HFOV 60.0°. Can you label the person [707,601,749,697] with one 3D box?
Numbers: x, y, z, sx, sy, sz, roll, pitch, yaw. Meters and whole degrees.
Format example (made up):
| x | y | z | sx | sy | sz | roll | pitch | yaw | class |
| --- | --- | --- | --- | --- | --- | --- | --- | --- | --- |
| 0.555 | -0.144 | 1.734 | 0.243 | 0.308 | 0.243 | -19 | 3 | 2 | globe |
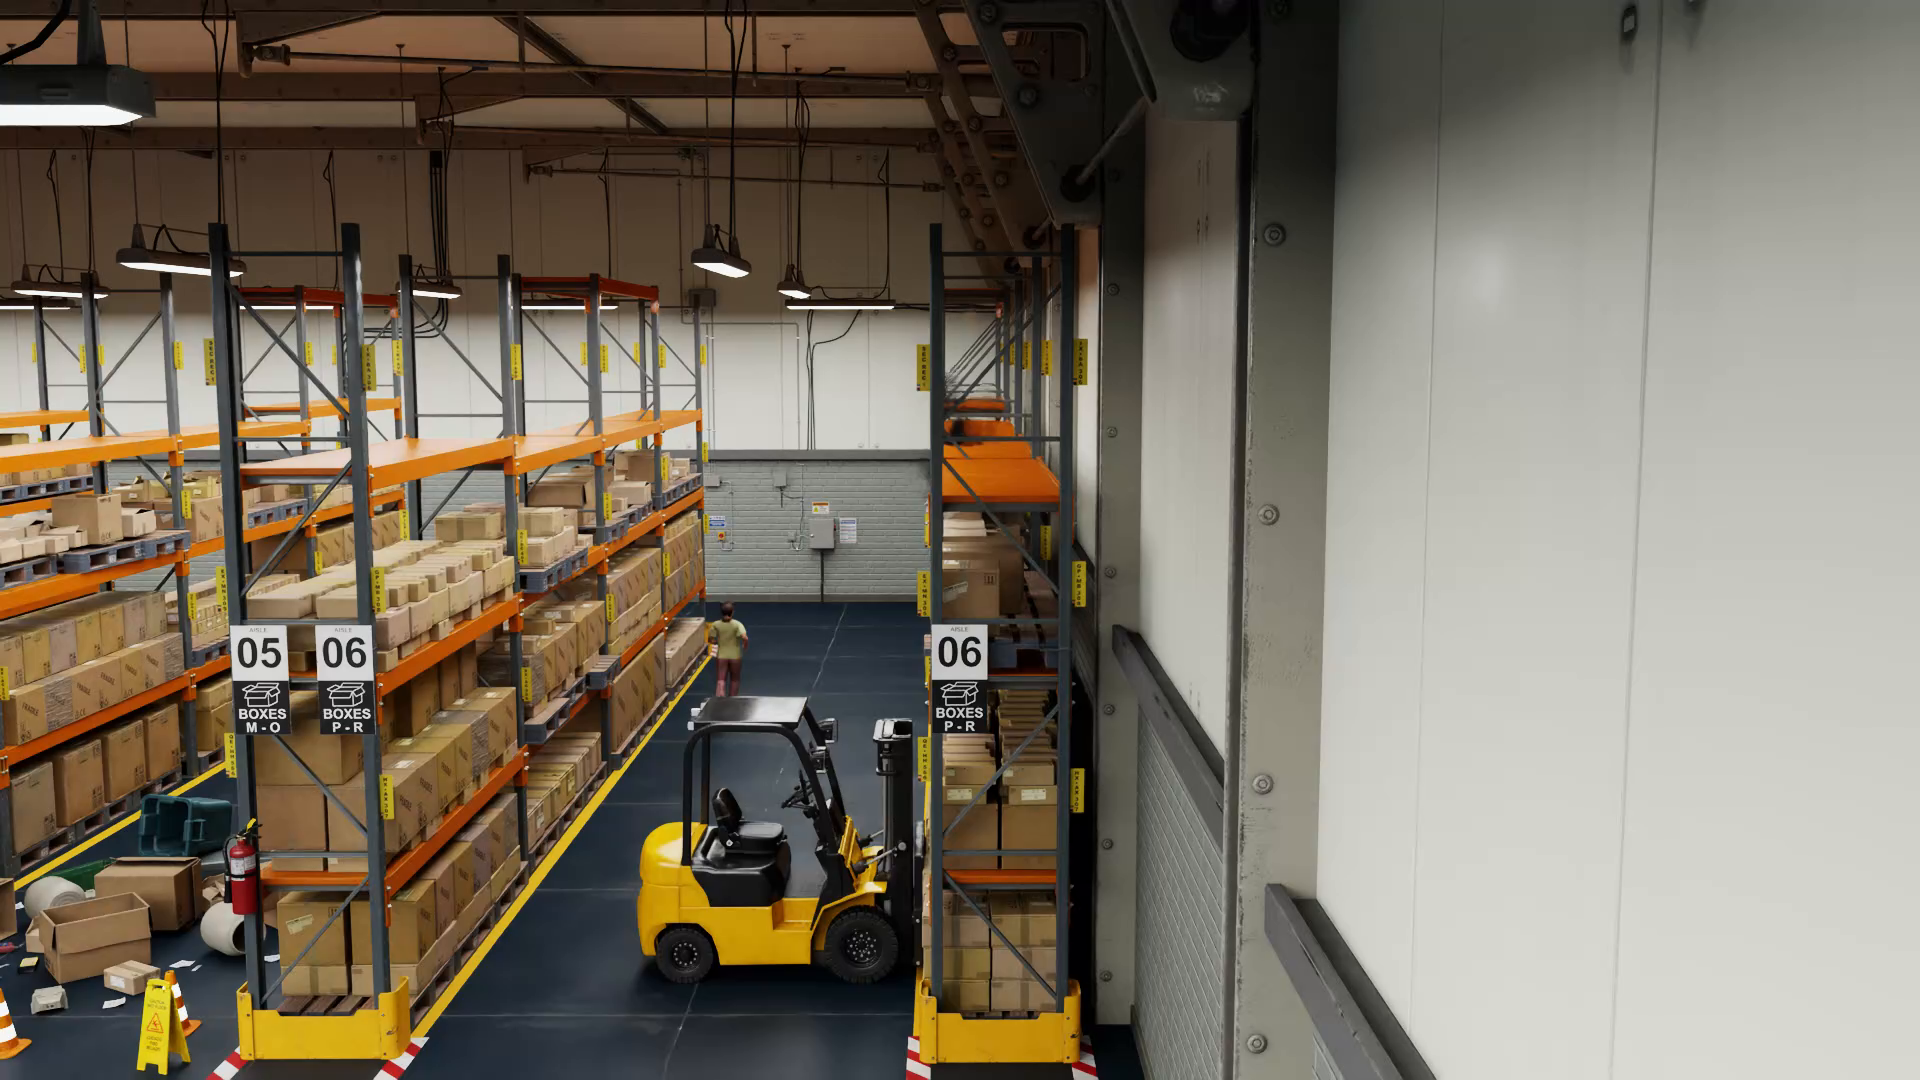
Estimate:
| x | y | z | sx | sy | sz | roll | pitch | yaw | class |
| --- | --- | --- | --- | --- | --- | --- | --- | --- | --- |
| -3.218 | 1.656 | 23.138 | 0.588 | 1.631 | 0.793 | 0 | 7 | -1 | person |
